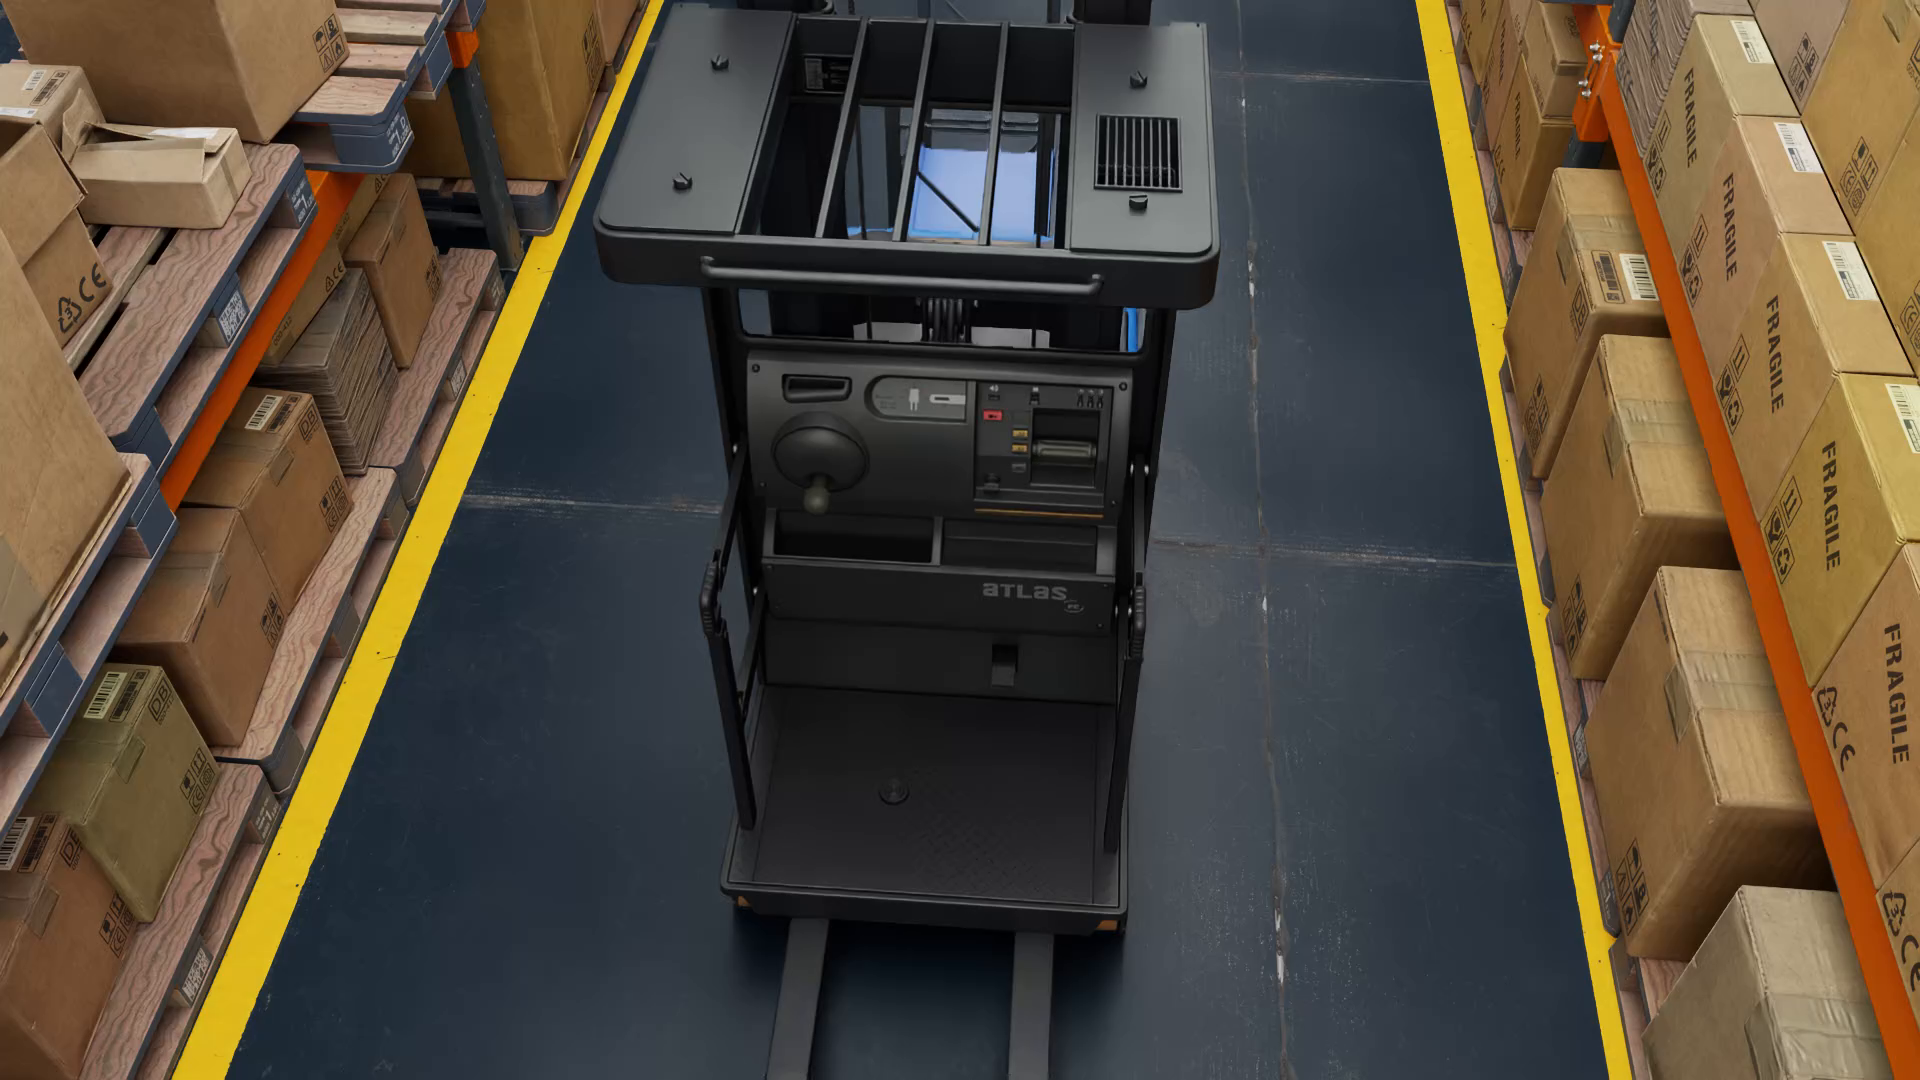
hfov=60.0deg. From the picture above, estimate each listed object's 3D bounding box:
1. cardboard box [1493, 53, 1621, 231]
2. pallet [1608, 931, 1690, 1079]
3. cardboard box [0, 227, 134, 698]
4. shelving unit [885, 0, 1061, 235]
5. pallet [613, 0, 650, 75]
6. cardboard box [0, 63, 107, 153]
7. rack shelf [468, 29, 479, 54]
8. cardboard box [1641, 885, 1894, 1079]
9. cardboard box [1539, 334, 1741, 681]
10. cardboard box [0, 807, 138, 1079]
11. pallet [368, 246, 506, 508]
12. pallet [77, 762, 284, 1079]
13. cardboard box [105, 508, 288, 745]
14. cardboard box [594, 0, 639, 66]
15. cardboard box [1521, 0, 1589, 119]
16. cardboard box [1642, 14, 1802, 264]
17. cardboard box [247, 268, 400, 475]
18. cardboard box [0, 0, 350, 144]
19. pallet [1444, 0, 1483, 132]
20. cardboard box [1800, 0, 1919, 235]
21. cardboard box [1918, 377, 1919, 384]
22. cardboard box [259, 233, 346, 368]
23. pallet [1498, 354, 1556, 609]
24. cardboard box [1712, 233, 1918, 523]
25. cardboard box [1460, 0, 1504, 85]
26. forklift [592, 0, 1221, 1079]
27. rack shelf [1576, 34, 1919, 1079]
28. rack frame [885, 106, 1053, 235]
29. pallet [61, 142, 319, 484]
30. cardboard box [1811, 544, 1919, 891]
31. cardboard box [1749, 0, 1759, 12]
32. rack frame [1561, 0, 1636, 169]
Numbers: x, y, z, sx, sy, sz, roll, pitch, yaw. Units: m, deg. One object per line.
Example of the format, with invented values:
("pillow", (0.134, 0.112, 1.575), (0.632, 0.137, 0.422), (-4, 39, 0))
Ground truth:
("cardboard box", (2.443, -1.561, 6.555), (0.500, 0.500, 0.500), (4, 48, 3))
("pallet", (2.274, 1.546, 4.193), (1.003, 0.211, 1.213), (4, 48, 4))
("cardboard box", (-2.440, -0.149, 3.162), (1.000, 1.000, 1.000), (4, 48, 4))
("shelving unit", (0.064, -1.173, 5.807), (0.538, 1.500, 1.048), (3, 48, 3))
("pallet", (-2.027, -2.697, 8.074), (1.003, 0.211, 1.213), (4, 48, 4))
("cardboard box", (-2.669, -1.045, 4.490), (0.500, 0.250, 0.500), (3, 48, 2))
("rack shelf", (-2.105, -3.397, 7.311), (1.077, 0.370, 4.000), (4, 48, 4))
("cardboard box", (2.245, 1.333, 3.738), (1.050, 0.750, 0.750), (4, 48, 3))
("cardboard box", (2.422, -0.060, 5.012), (1.050, 0.750, 0.750), (5, 48, 4))
("cardboard box", (-2.574, 1.015, 4.185), (0.700, 0.500, 0.500), (1, 48, 1))
("pallet", (-2.360, -0.655, 6.206), (1.003, 0.211, 1.213), (4, 48, 4))
("pallet", (-2.582, 1.138, 4.566), (1.003, 0.211, 1.213), (4, 48, 4))
("cardboard box", (-2.462, 0.254, 4.880), (0.700, 0.500, 0.500), (0, 48, 0))
("cardboard box", (-2.115, -2.755, 7.392), (1.225, 0.875, 0.875), (4, 48, 4))
("cardboard box", (2.444, -1.833, 6.295), (0.500, 0.250, 0.500), (3, 48, 3))
("cardboard box", (2.290, -1.110, 4.665), (0.500, 0.500, 0.500), (3, 48, 3))
("cardboard box", (-2.366, -0.573, 5.637), (0.700, 0.500, 0.500), (0, 48, 0))
("cardboard box", (-2.248, -1.529, 4.763), (0.700, 0.500, 0.500), (10, 48, 9))
("pallet", (2.829, -2.289, 7.701), (1.003, 0.211, 1.213), (4, 48, 4))
("cardboard box", (2.503, -1.055, 3.937), (0.700, 0.500, 0.500), (3, 48, 3))
("cardboard box", (2.409, -0.309, 3.254), (0.700, 0.500, 0.500), (4, 48, 4))
("cardboard box", (-2.357, -0.843, 5.376), (0.500, 0.250, 0.500), (9, 48, 8))
("pallet", (2.496, -0.247, 5.833), (1.003, 0.211, 1.213), (4, 48, 4))
("cardboard box", (2.196, -0.374, 3.991), (0.500, 0.500, 0.500), (3, 48, 3))
("cardboard box", (2.526, -2.332, 7.260), (0.500, 0.500, 0.500), (2, 48, 2))
("forklift", (-0.067, -0.144, 3.895), (1.130, 2.935, 3.031), (3, 48, 3))
("rack shelf", (2.461, -0.050, 4.250), (1.077, 0.370, 4.000), (4, 48, 4))
("rack frame", (0.027, -0.799, 5.465), (0.500, 1.500, 0.032), (3, 48, 3))
("pallet", (-2.427, -0.648, 4.440), (1.003, 0.211, 1.213), (4, 48, 4))
("cardboard box", (2.106, 0.371, 3.310), (0.500, 0.500, 0.500), (3, 48, 3))
("cardboard box", (2.592, -1.804, 4.622), (0.700, 0.500, 0.500), (4, 48, 3))
("rack frame", (2.643, -1.762, 5.329), (1.000, 3.000, 0.127), (4, 48, 4))
